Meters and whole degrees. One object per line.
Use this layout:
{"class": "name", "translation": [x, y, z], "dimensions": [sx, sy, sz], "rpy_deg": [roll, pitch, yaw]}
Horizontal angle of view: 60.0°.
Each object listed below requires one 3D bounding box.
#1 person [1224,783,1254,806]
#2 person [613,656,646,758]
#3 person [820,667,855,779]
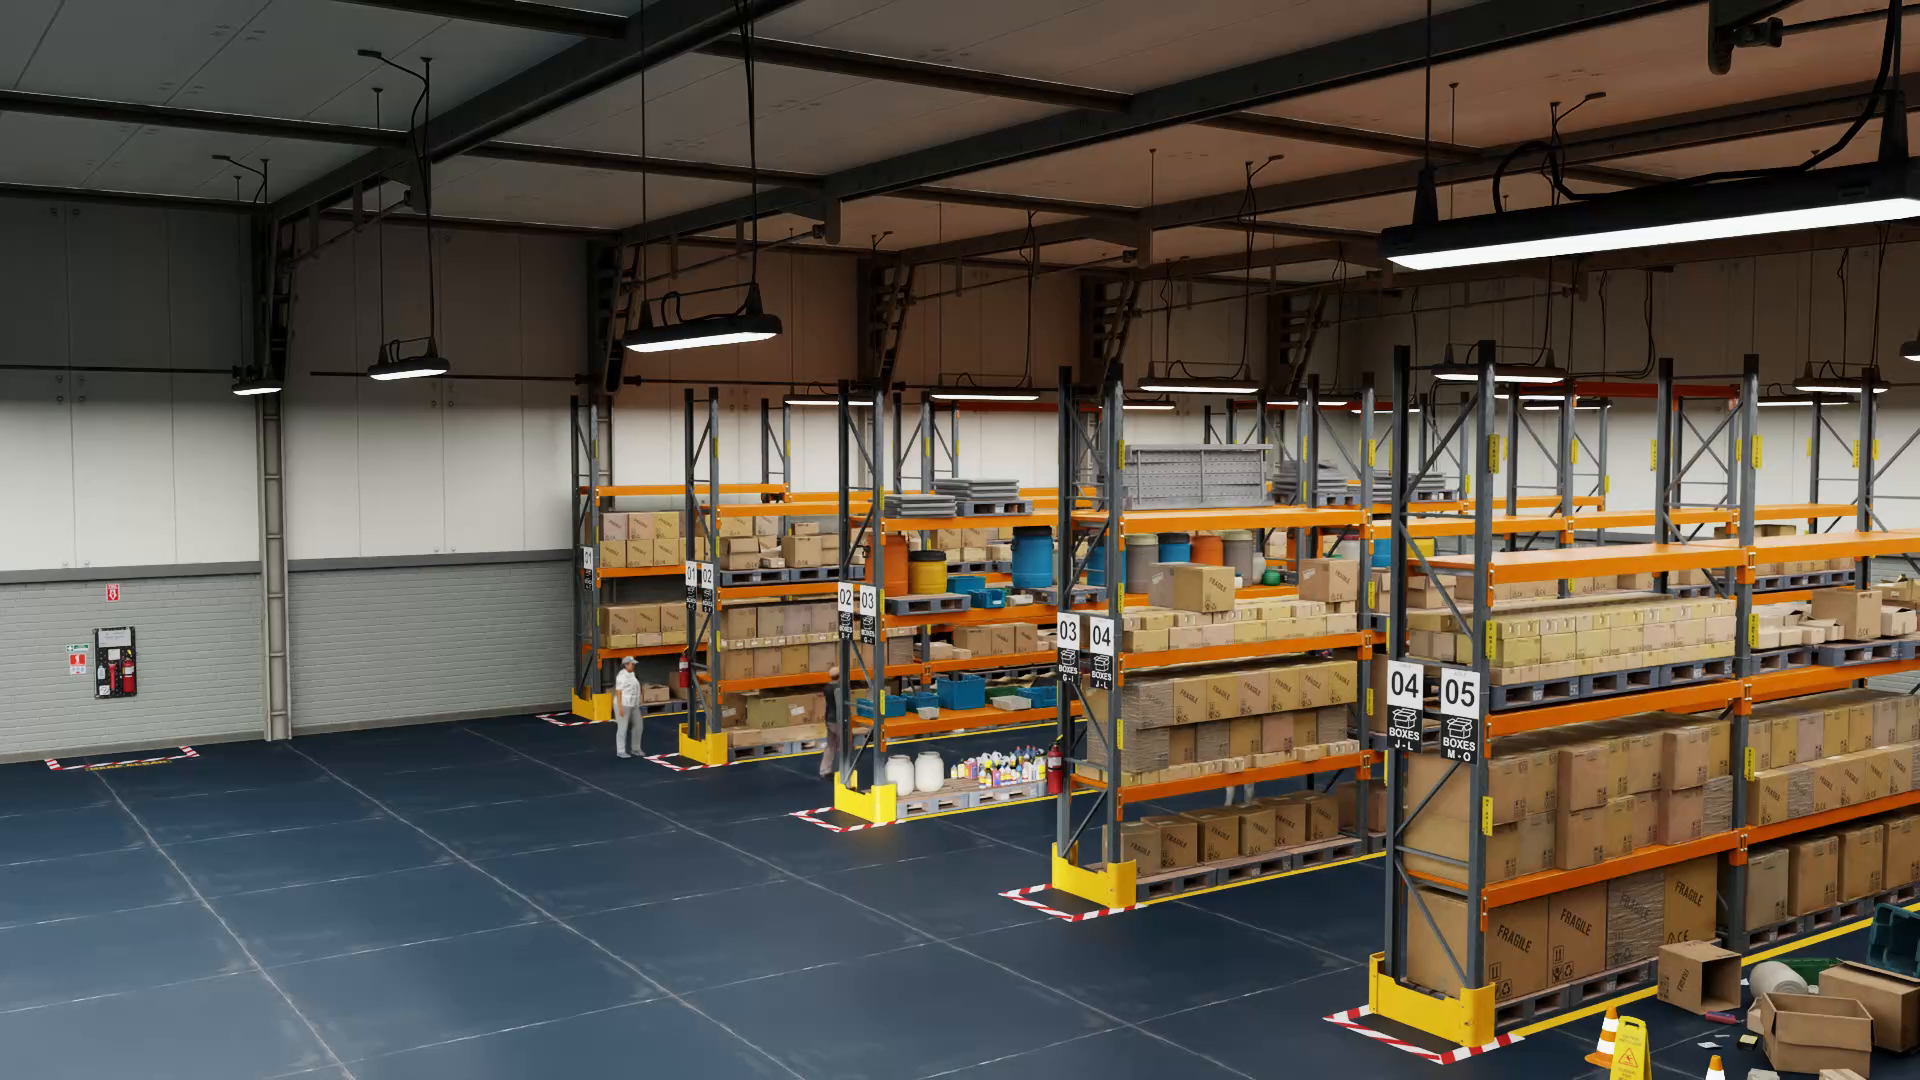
{"class": "person", "translation": [3.828, 2.975, 22.598], "dimensions": [0.465, 1.684, 0.402], "rpy_deg": [-1, 3, -10]}
{"class": "person", "translation": [-5.421, 2.737, 27.082], "dimensions": [0.426, 1.701, 0.594], "rpy_deg": [1, 4, 21]}
{"class": "person", "translation": [-1.837, 2.817, 25.209], "dimensions": [0.582, 1.791, 0.577], "rpy_deg": [-1, 4, -12]}
